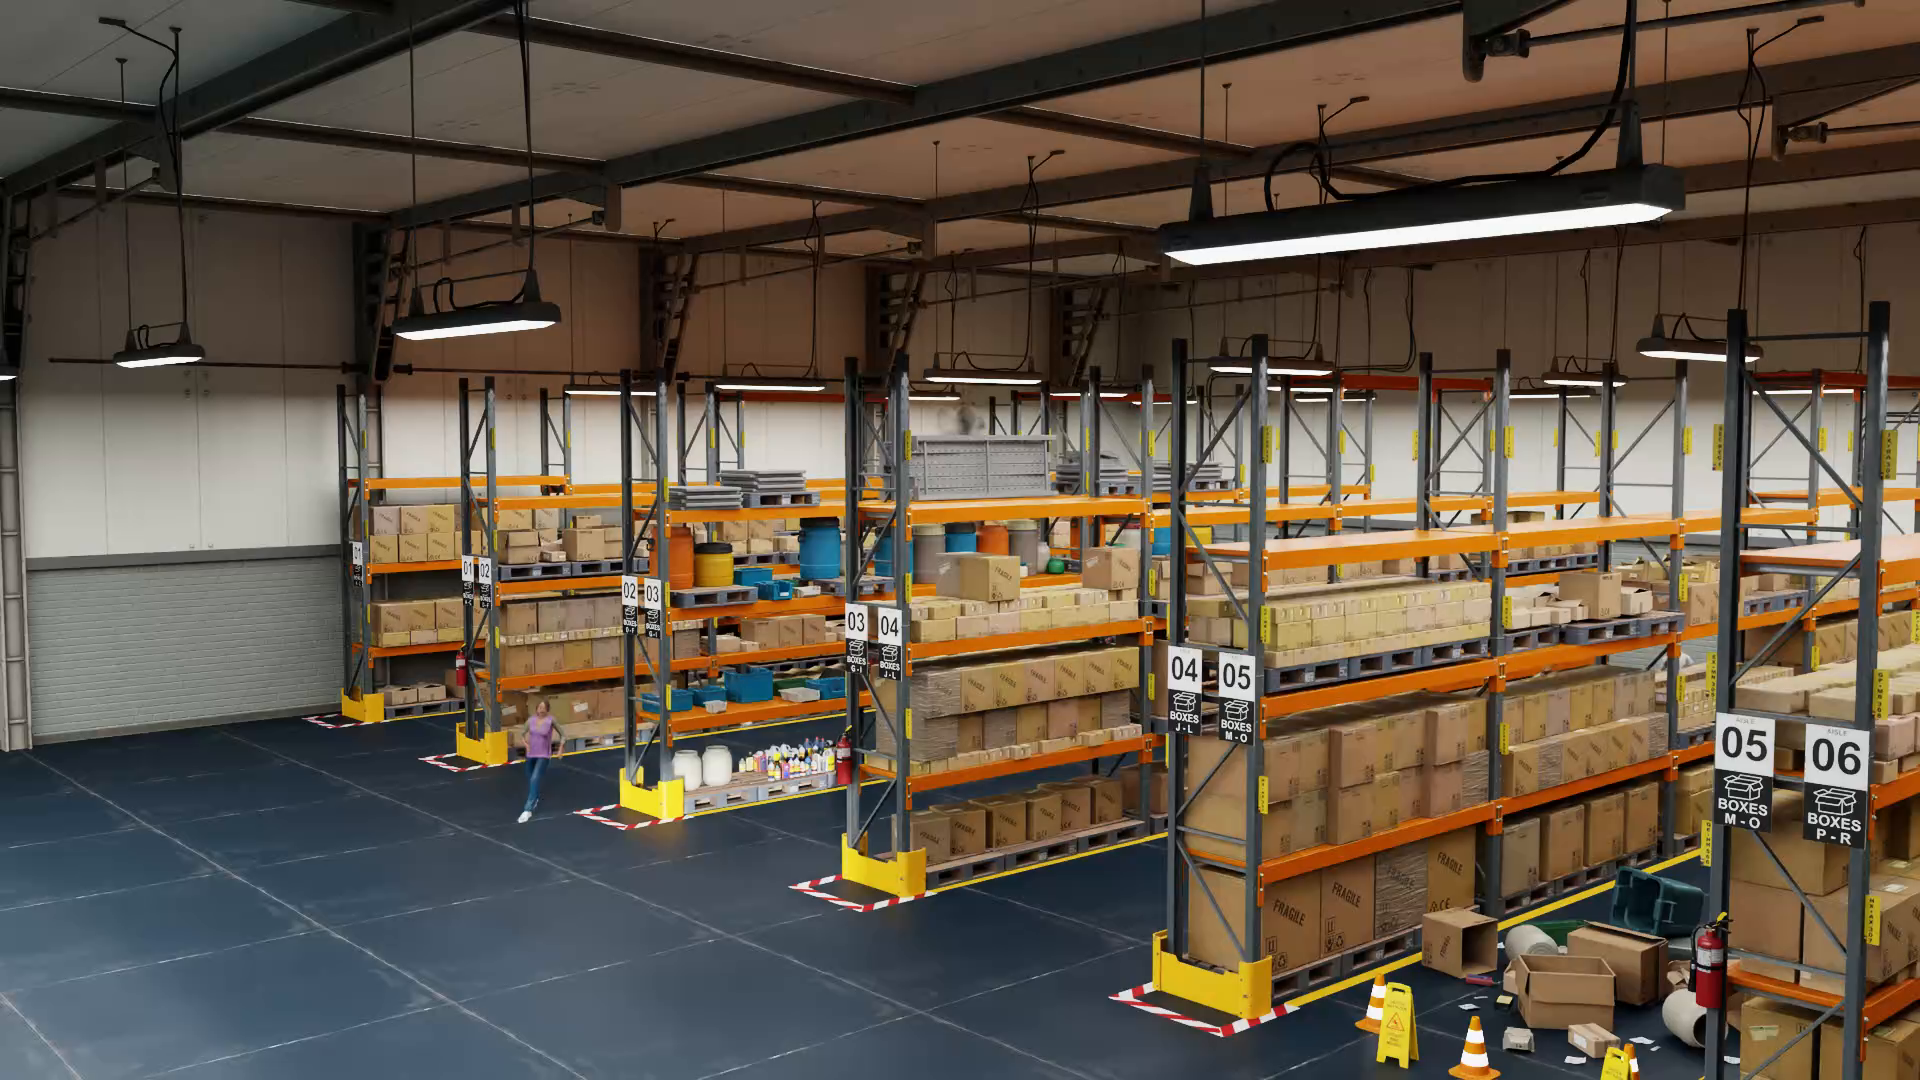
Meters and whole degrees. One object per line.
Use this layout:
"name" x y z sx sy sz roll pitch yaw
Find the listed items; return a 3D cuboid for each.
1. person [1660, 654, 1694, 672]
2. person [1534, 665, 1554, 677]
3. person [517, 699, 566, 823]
"person" 12.308 2.510 28.452 0.626 1.589 0.690 1 4 11
"person" 8.853 2.640 25.137 0.661 1.765 0.883 3 5 39
"person" -5.583 2.900 22.115 0.599 1.577 0.824 0 4 5
